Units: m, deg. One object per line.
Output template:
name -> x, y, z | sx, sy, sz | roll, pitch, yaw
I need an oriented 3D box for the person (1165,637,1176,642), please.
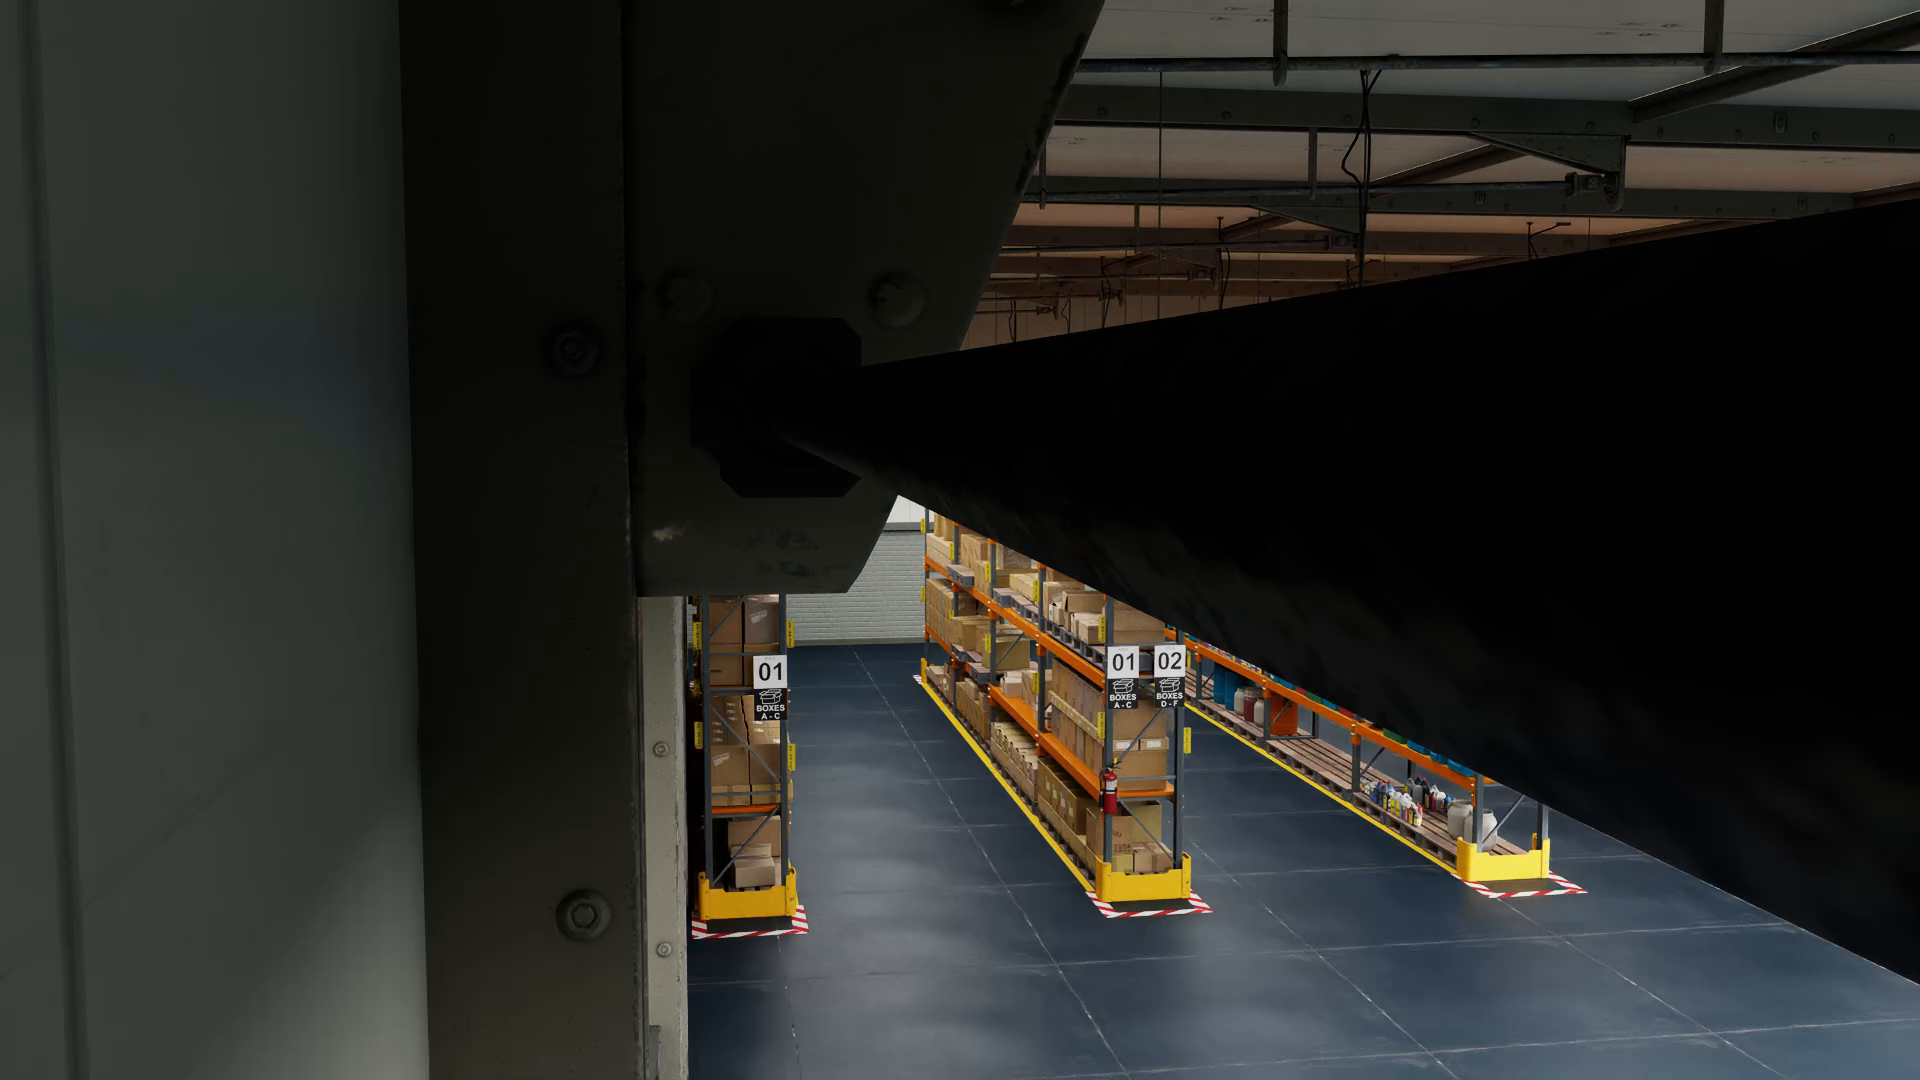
person -> 4.854, 2.091, 38.477 | 0.872, 1.781, 0.639 | 0, 5, 5

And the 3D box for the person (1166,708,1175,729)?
person -> 3.296, 3.097, 27.463 | 0.600, 1.612, 0.740 | -1, 5, -12
